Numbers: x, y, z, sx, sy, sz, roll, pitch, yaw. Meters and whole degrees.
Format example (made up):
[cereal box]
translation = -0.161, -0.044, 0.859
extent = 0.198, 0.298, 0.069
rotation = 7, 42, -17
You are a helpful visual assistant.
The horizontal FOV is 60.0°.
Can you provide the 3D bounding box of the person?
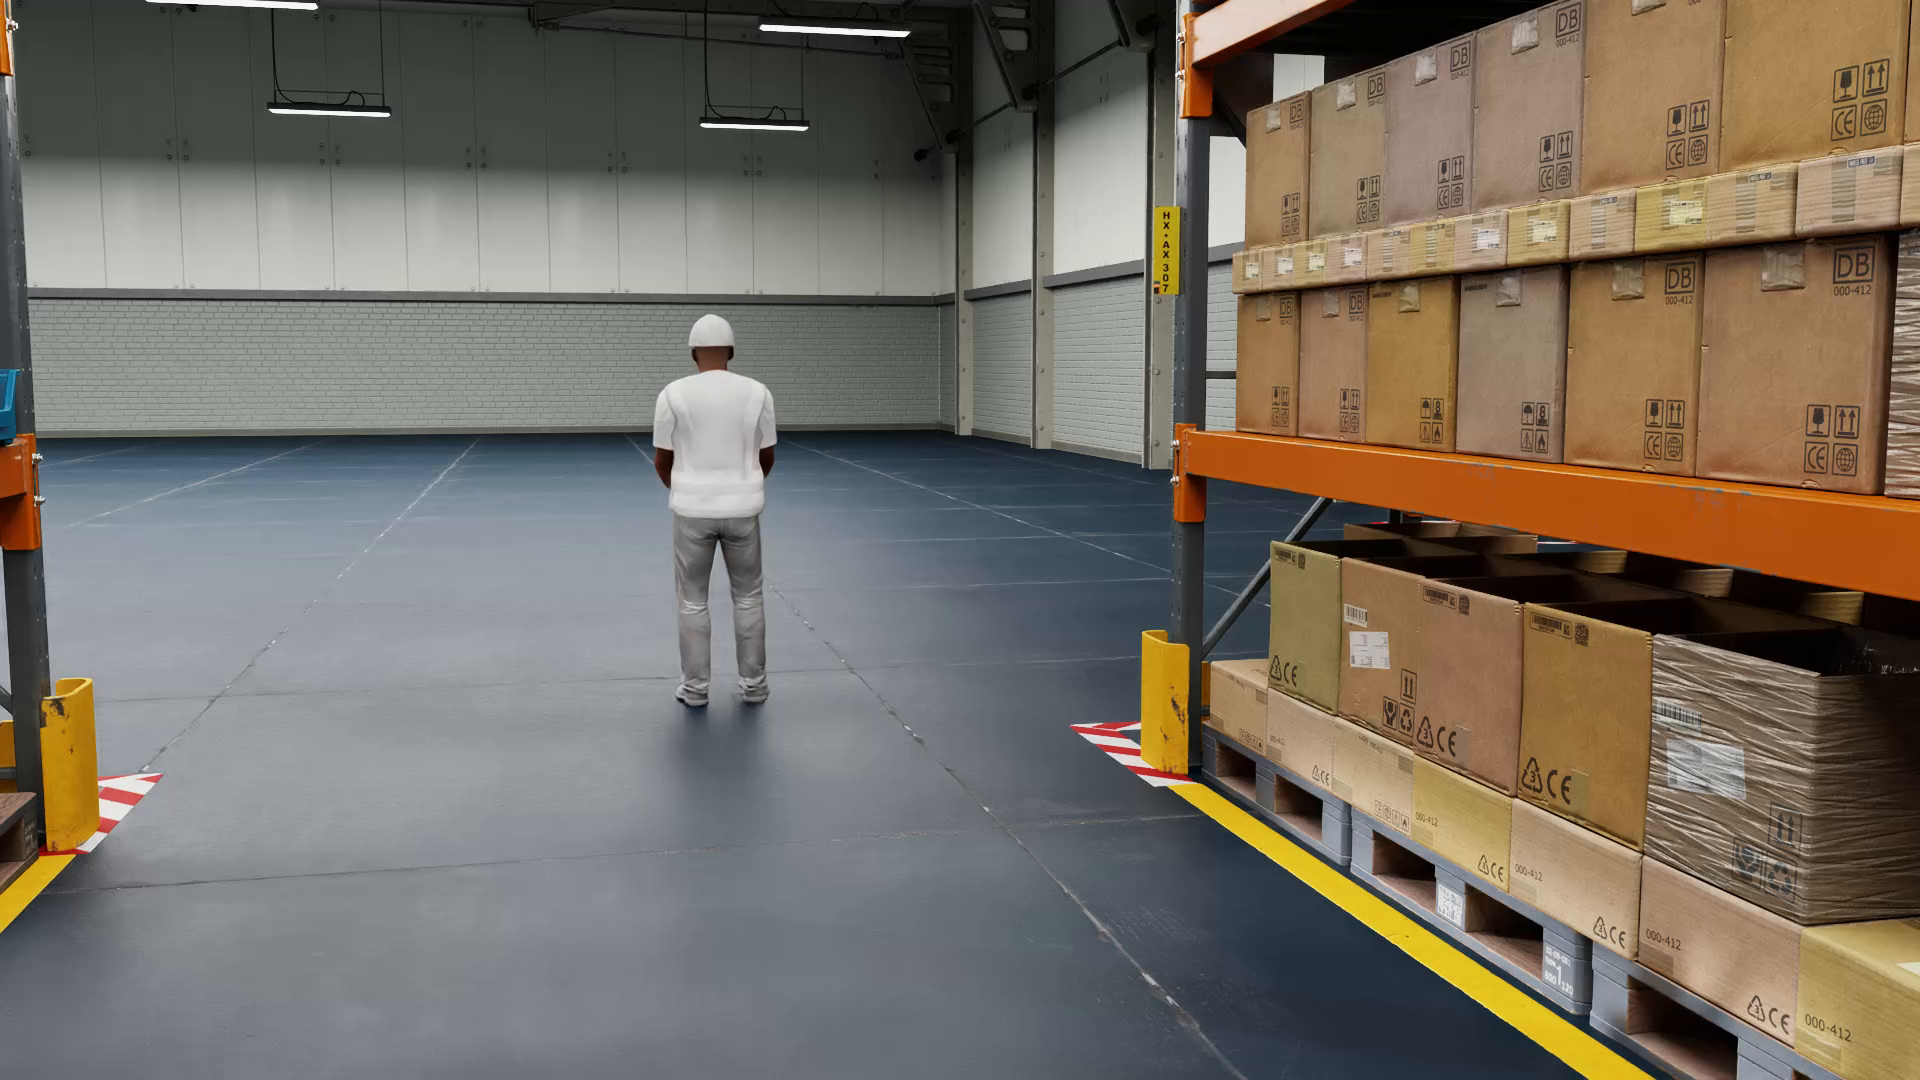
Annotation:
[person]
translation = -1.127, -0.139, 7.641
extent = 0.558, 1.769, 0.520
rotation = -2, 6, -14
